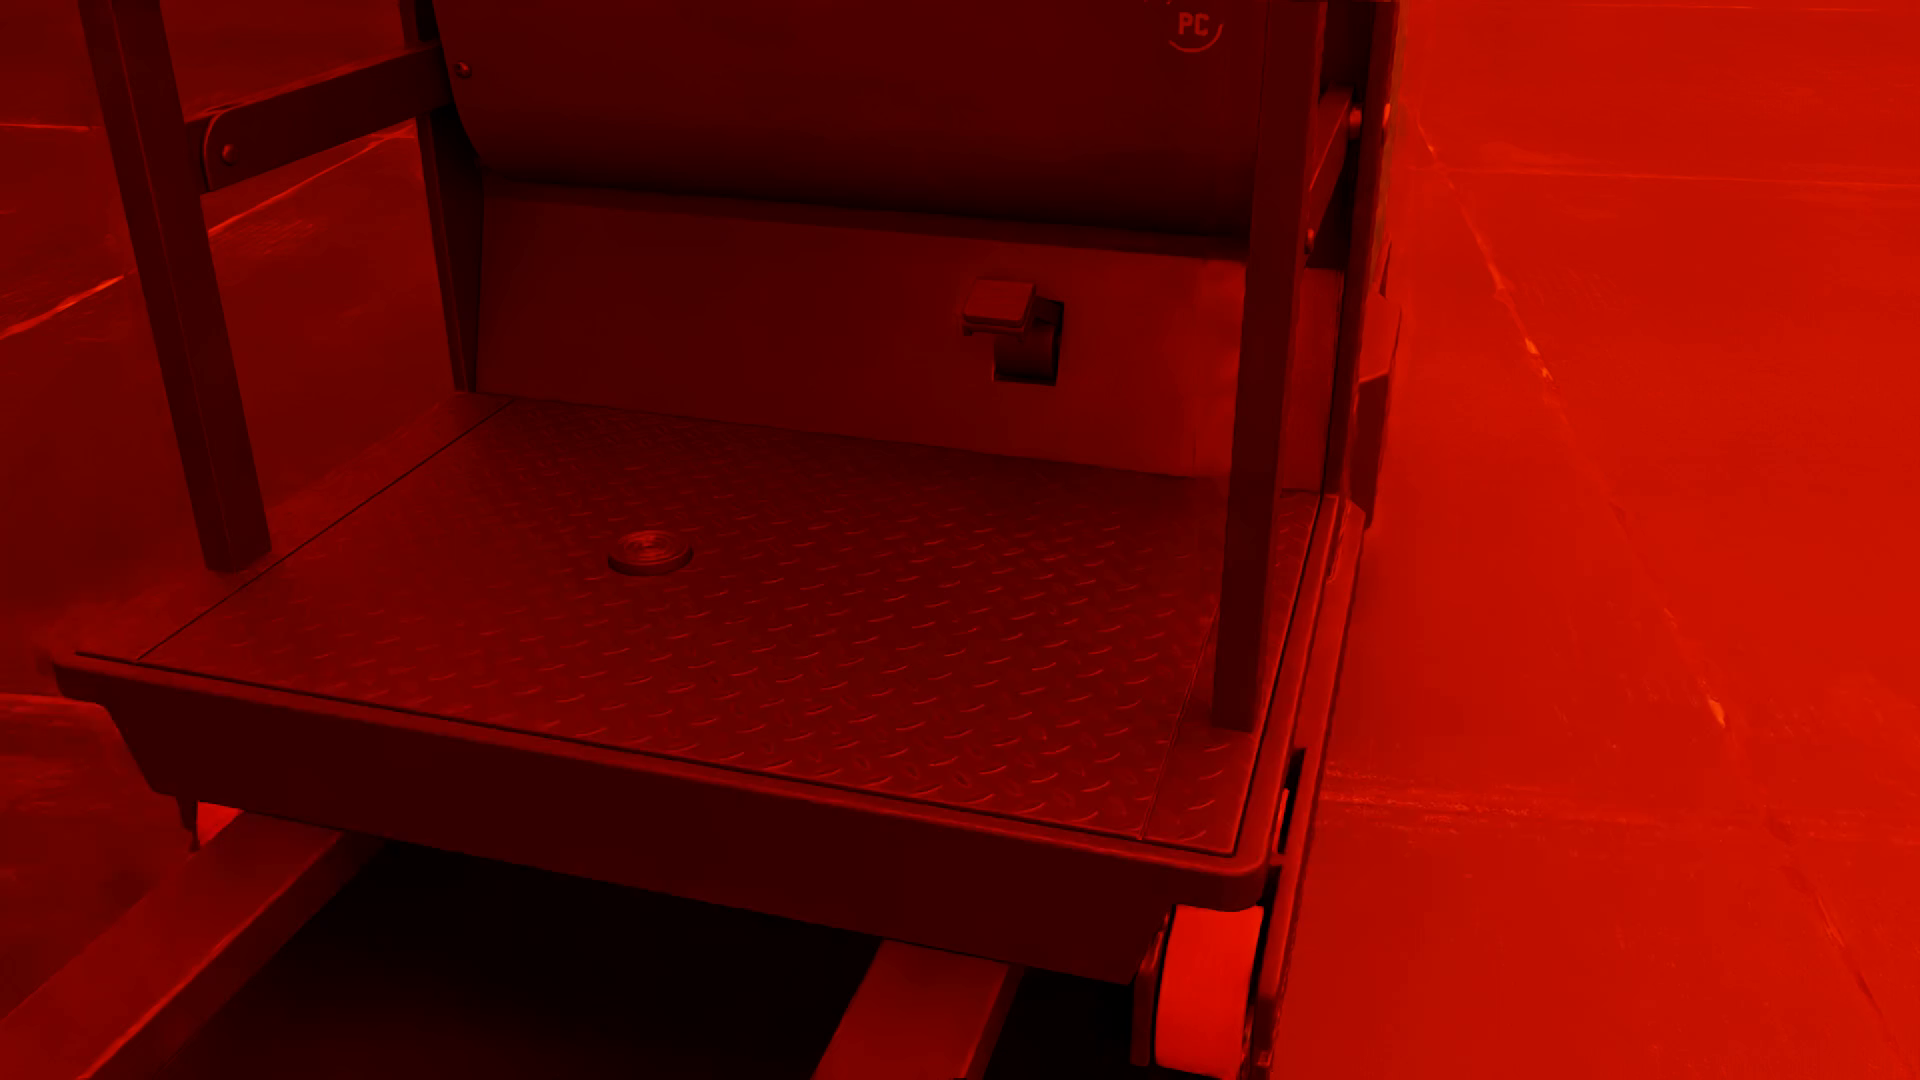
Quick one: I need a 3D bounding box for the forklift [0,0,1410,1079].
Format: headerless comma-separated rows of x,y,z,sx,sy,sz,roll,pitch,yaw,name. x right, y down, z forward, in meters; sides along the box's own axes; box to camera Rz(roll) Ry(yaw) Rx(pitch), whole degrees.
-0.167,-1.019,1.259,1.130,2.935,3.031,8,27,15,forklift
